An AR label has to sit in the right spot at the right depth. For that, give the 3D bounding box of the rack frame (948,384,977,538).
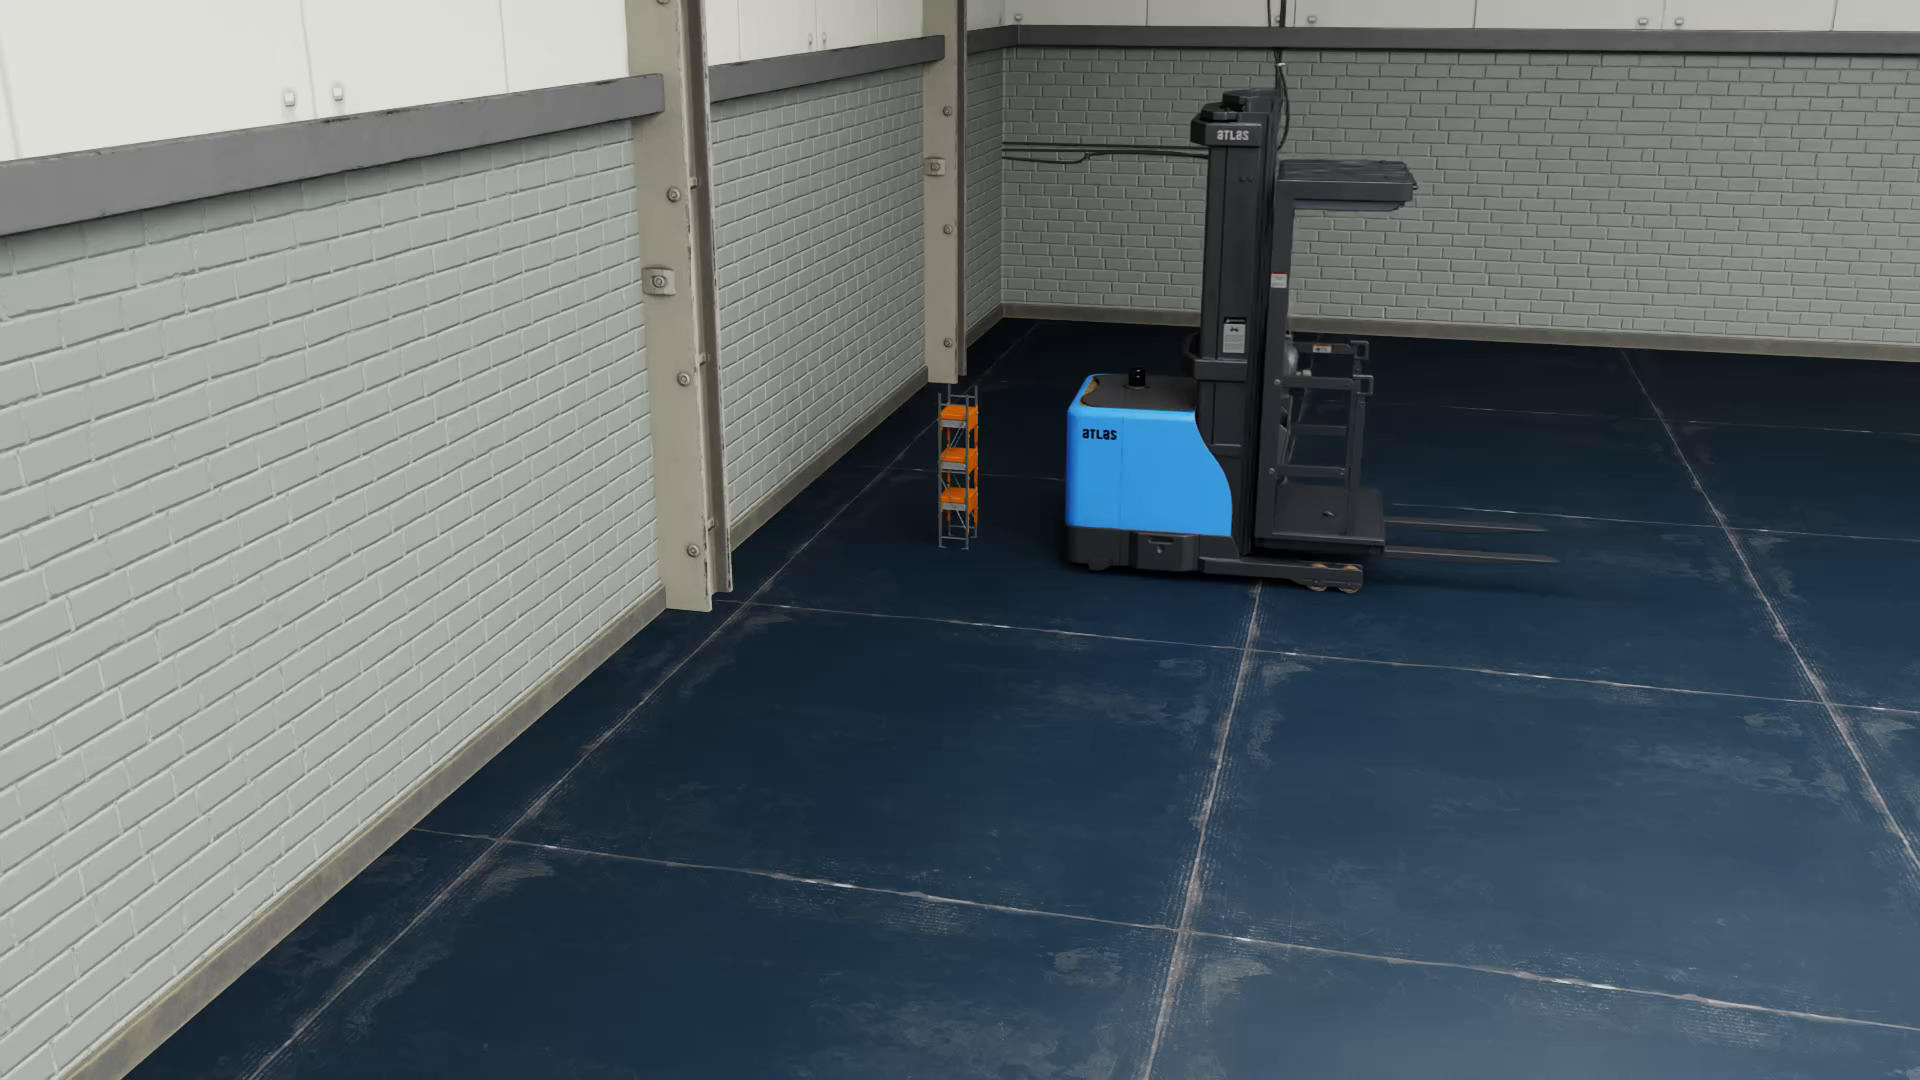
[{"bbox_3d":[0.017,-0.518,11.081,0.200,1.050,0.008,5,19,13],"label":"rack frame"}]

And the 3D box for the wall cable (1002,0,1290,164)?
[{"bbox_3d":[1.867,-5.133,17.097,3.097,2.526,0.112,5,19,13],"label":"wall cable"}]

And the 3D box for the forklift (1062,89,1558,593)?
[{"bbox_3d":[2.223,-1.248,10.308,3.031,2.935,1.130,4,19,11],"label":"forklift"}]

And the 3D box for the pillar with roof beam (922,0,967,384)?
[{"bbox_3d":[4.039,-5.443,13.202,9.100,9.000,0.400,5,19,13],"label":"pillar with roof beam"}]

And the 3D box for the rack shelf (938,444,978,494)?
[{"bbox_3d":[-0.013,-0.470,10.972,0.215,0.259,0.240,5,19,13],"label":"rack shelf"}]

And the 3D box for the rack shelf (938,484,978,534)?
[{"bbox_3d":[-0.013,-0.207,11.062,0.215,0.259,0.240,5,19,13],"label":"rack shelf"}]

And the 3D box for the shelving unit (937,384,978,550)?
[{"bbox_3d":[-0.013,-0.480,10.969,0.215,1.050,0.252,5,19,13],"label":"shelving unit"}]

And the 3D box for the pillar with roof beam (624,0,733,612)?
[{"bbox_3d":[2.573,-3.563,7.697,9.100,9.000,0.400,5,19,13],"label":"pillar with roof beam"}]

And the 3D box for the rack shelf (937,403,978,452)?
[{"bbox_3d":[-0.013,-0.739,10.880,0.215,0.259,0.240,5,19,13],"label":"rack shelf"}]

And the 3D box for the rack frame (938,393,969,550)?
[{"bbox_3d":[-0.043,-0.442,10.857,0.200,1.050,0.008,5,19,13],"label":"rack frame"}]
